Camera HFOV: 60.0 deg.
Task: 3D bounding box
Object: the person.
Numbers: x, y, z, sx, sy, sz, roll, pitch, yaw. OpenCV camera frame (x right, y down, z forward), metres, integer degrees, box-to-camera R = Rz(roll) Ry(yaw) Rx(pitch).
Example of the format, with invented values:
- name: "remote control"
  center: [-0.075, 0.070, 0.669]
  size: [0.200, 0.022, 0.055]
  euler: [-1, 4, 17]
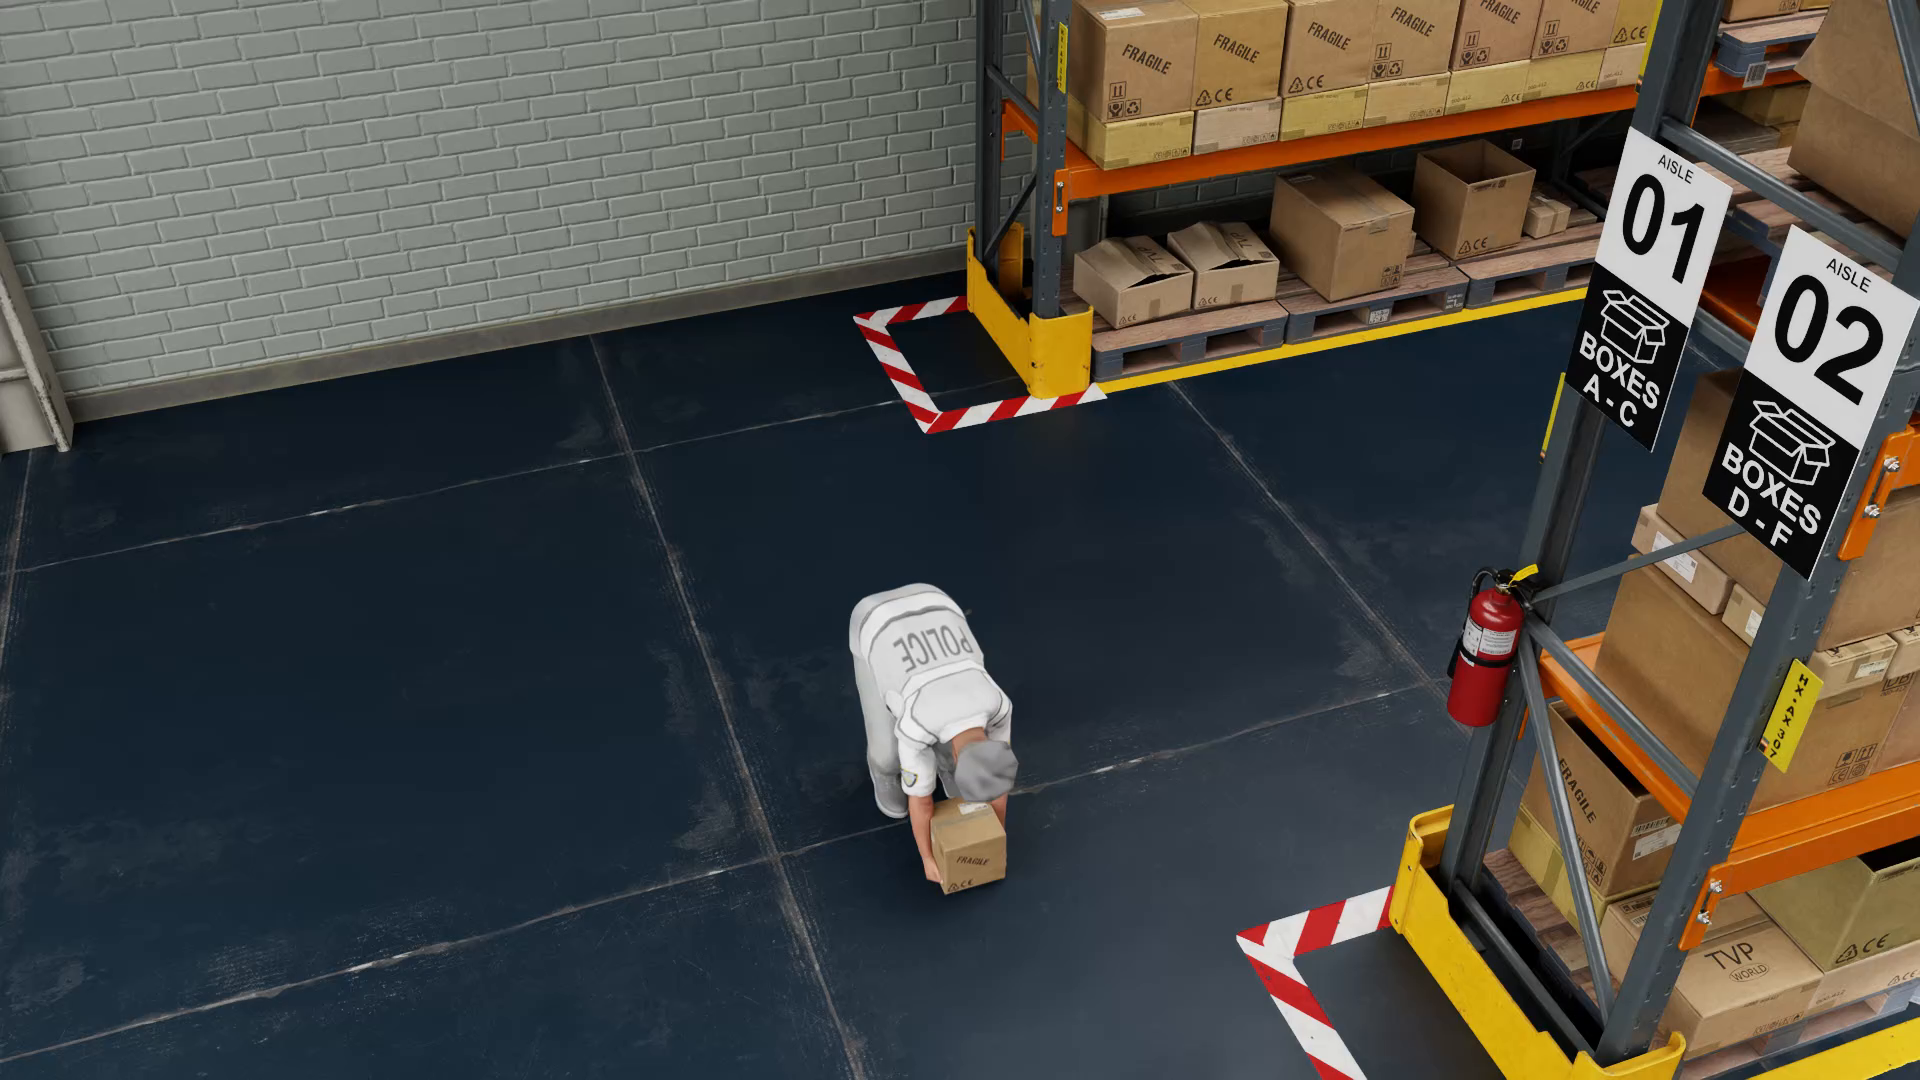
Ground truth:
- name: "person"
  center: [-0.093, 0.744, 6.478]
  size: [0.527, 0.939, 1.021]
  euler: [-14, 40, -18]
